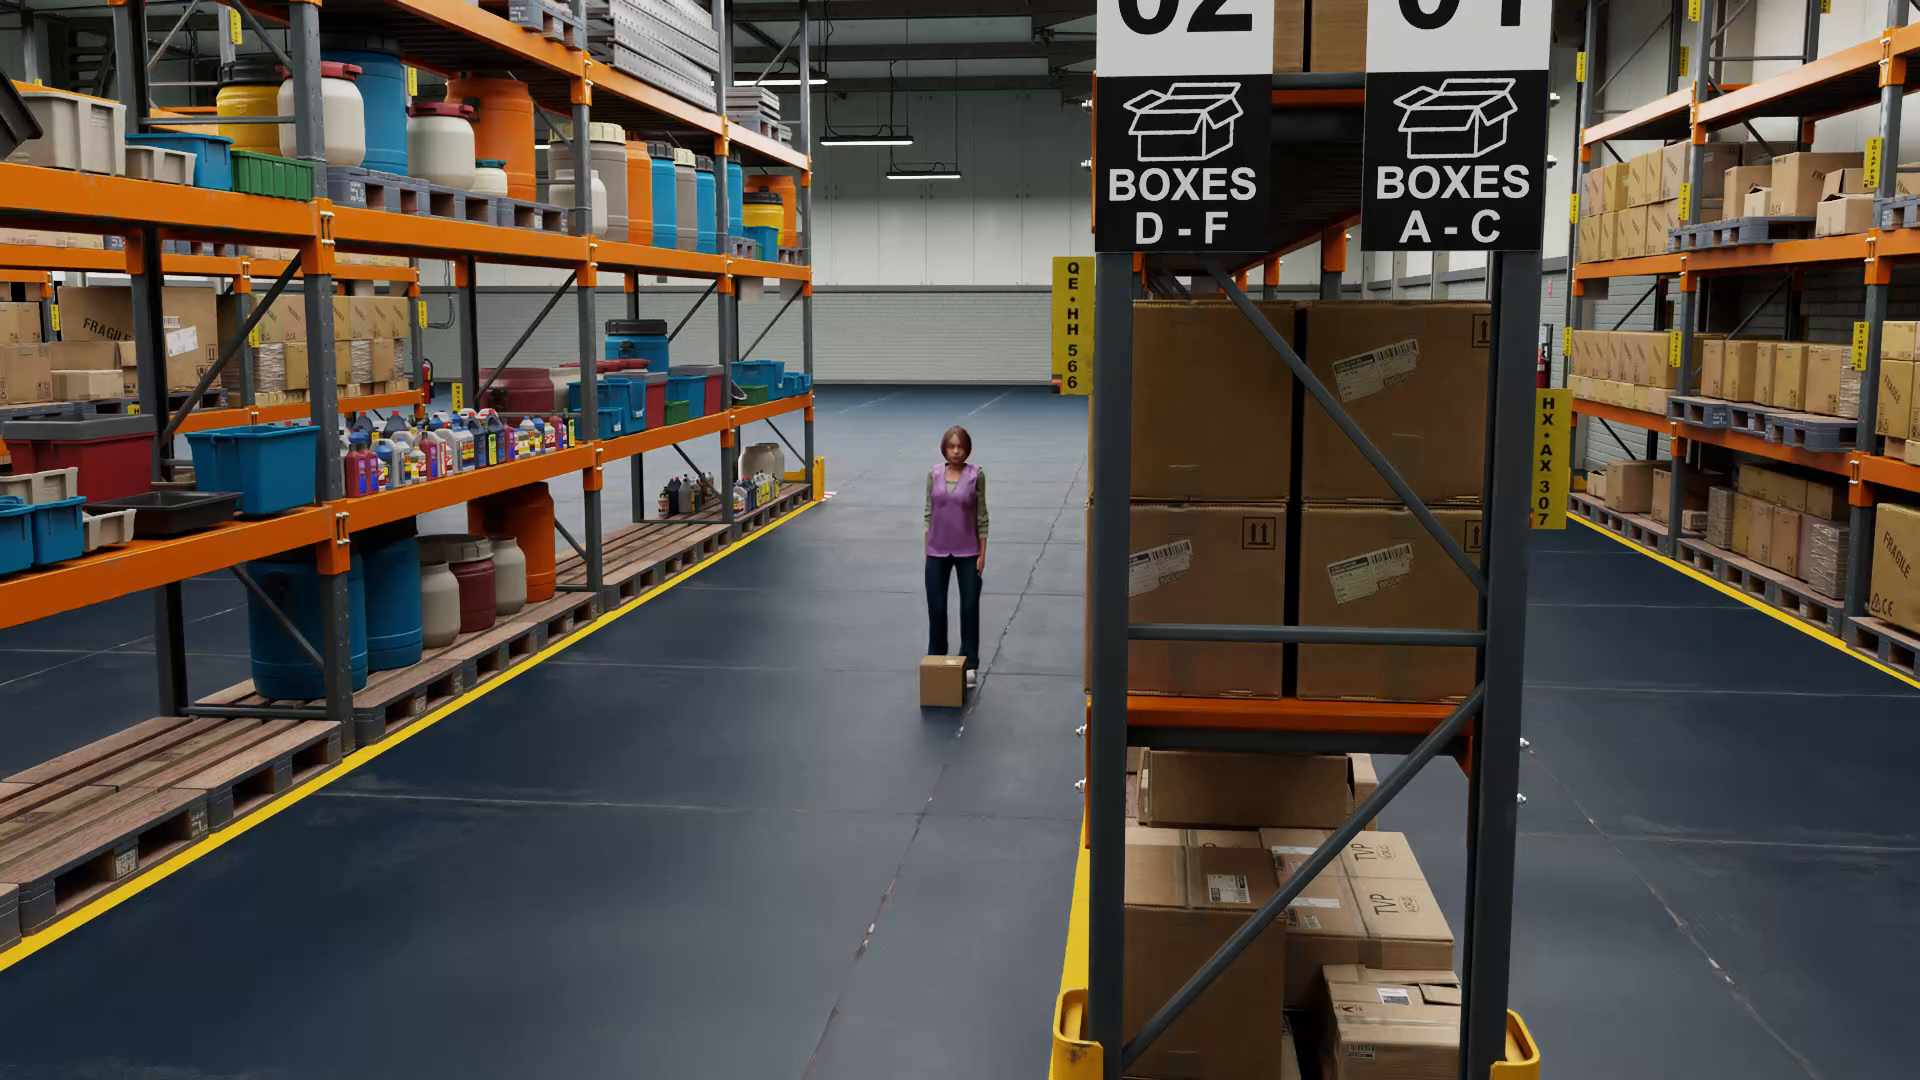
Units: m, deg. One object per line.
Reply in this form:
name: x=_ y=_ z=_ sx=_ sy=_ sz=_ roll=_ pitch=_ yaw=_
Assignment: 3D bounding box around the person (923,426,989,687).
person: x=-0.023 y=0.109 z=10.127 sx=0.406 sy=1.614 sz=0.313 roll=1 pitch=8 yaw=8
